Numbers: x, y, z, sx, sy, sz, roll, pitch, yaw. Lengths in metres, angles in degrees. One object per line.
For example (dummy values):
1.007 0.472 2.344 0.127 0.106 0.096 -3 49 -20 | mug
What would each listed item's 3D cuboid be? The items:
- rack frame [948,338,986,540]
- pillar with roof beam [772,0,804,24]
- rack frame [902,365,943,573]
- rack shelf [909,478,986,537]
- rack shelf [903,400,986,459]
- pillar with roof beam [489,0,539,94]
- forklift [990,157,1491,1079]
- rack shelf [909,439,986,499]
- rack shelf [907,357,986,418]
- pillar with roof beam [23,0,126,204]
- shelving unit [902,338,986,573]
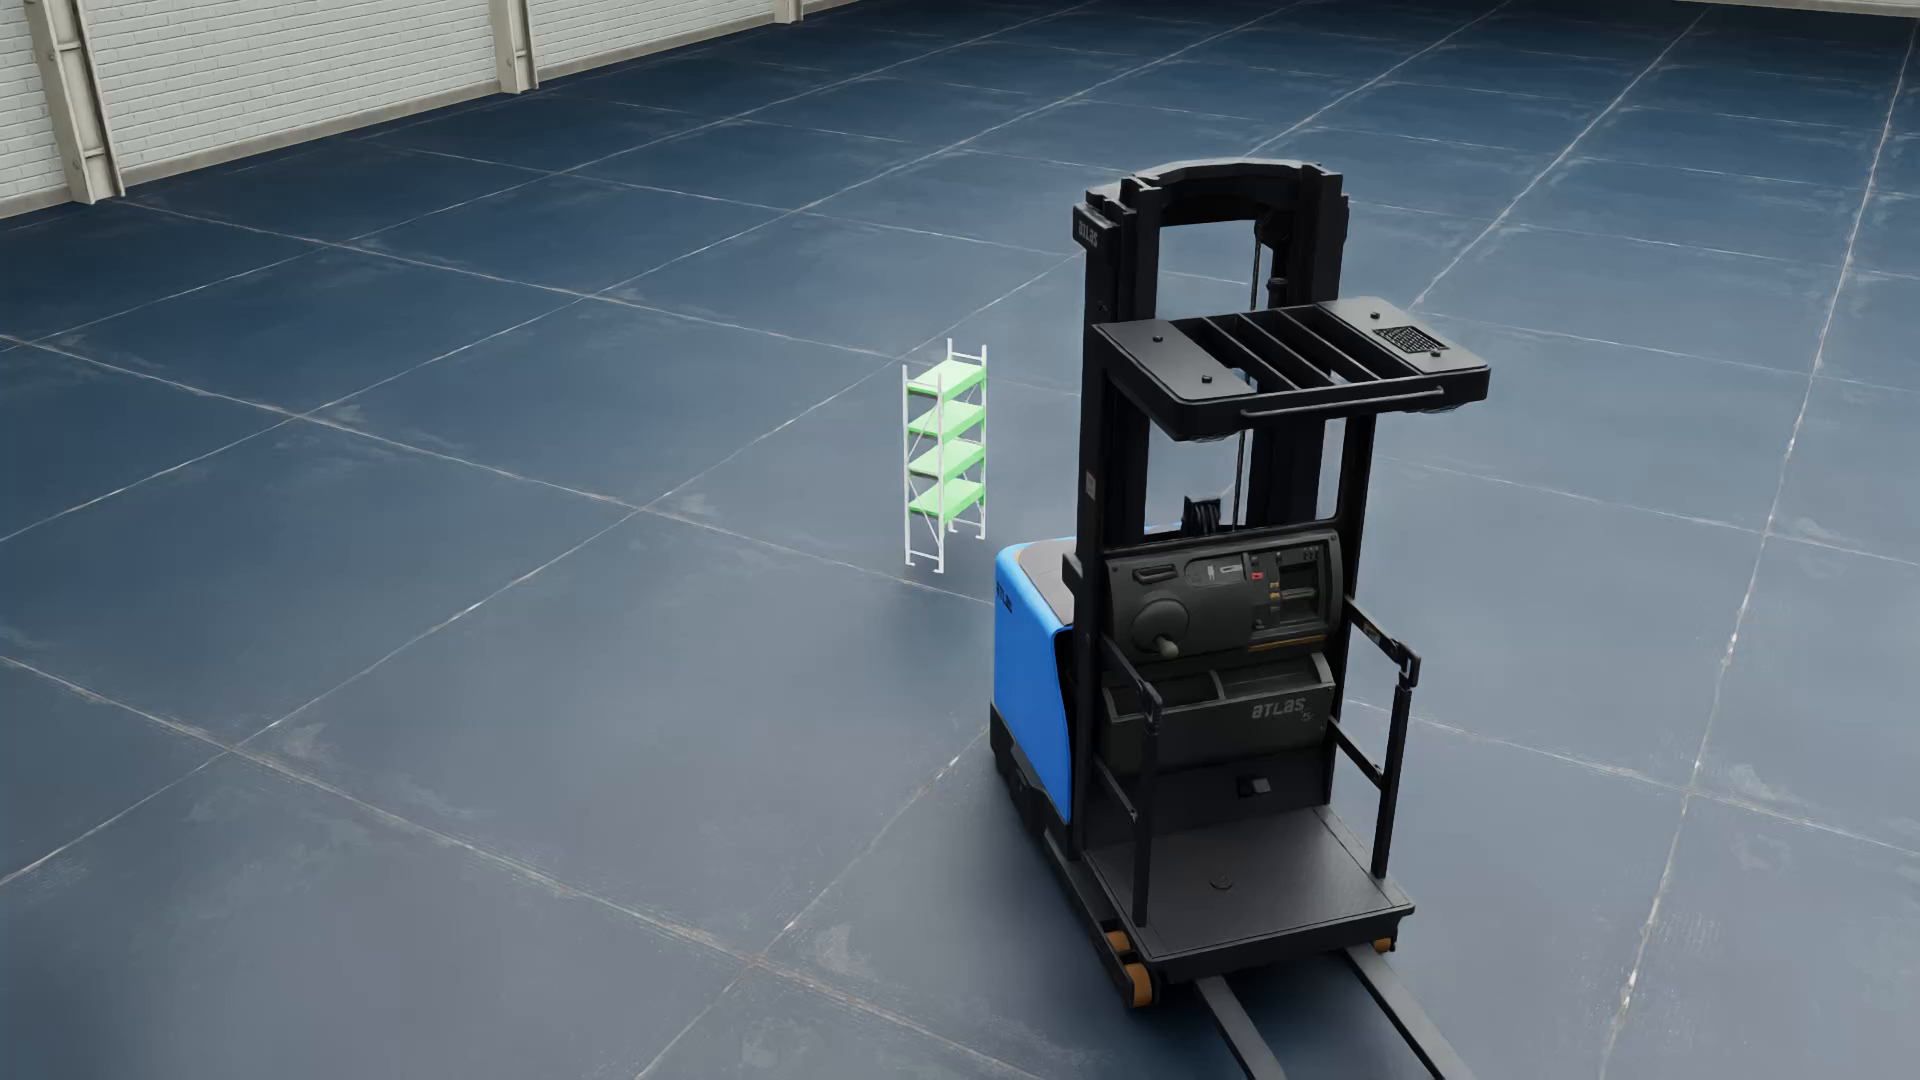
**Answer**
0.039 -0.567 9.543 0.240 1.200 0.015 14 30 26 | rack frame
1.075 -11.160 21.992 9.100 9.000 0.400 14 30 26 | pillar with roof beam
-0.201 -0.377 9.163 0.240 1.200 0.015 14 30 26 | rack frame
-0.081 -0.200 9.489 0.258 0.148 0.480 14 30 26 | rack shelf
-0.081 -0.629 9.274 0.258 0.148 0.480 14 30 26 | rack shelf
-1.876 -8.822 17.321 9.100 9.000 0.400 14 30 26 | pillar with roof beam
1.054 0.245 5.987 1.130 2.935 3.031 -8 28 -15 | forklift
-0.081 -0.415 9.381 0.258 0.148 0.480 14 30 26 | rack shelf
-0.081 -0.844 9.166 0.258 0.148 0.480 14 30 26 | rack shelf
-4.828 -6.484 12.650 9.100 9.000 0.400 14 30 26 | pillar with roof beam
-0.081 -0.472 9.353 0.258 1.200 0.503 14 30 26 | shelving unit
